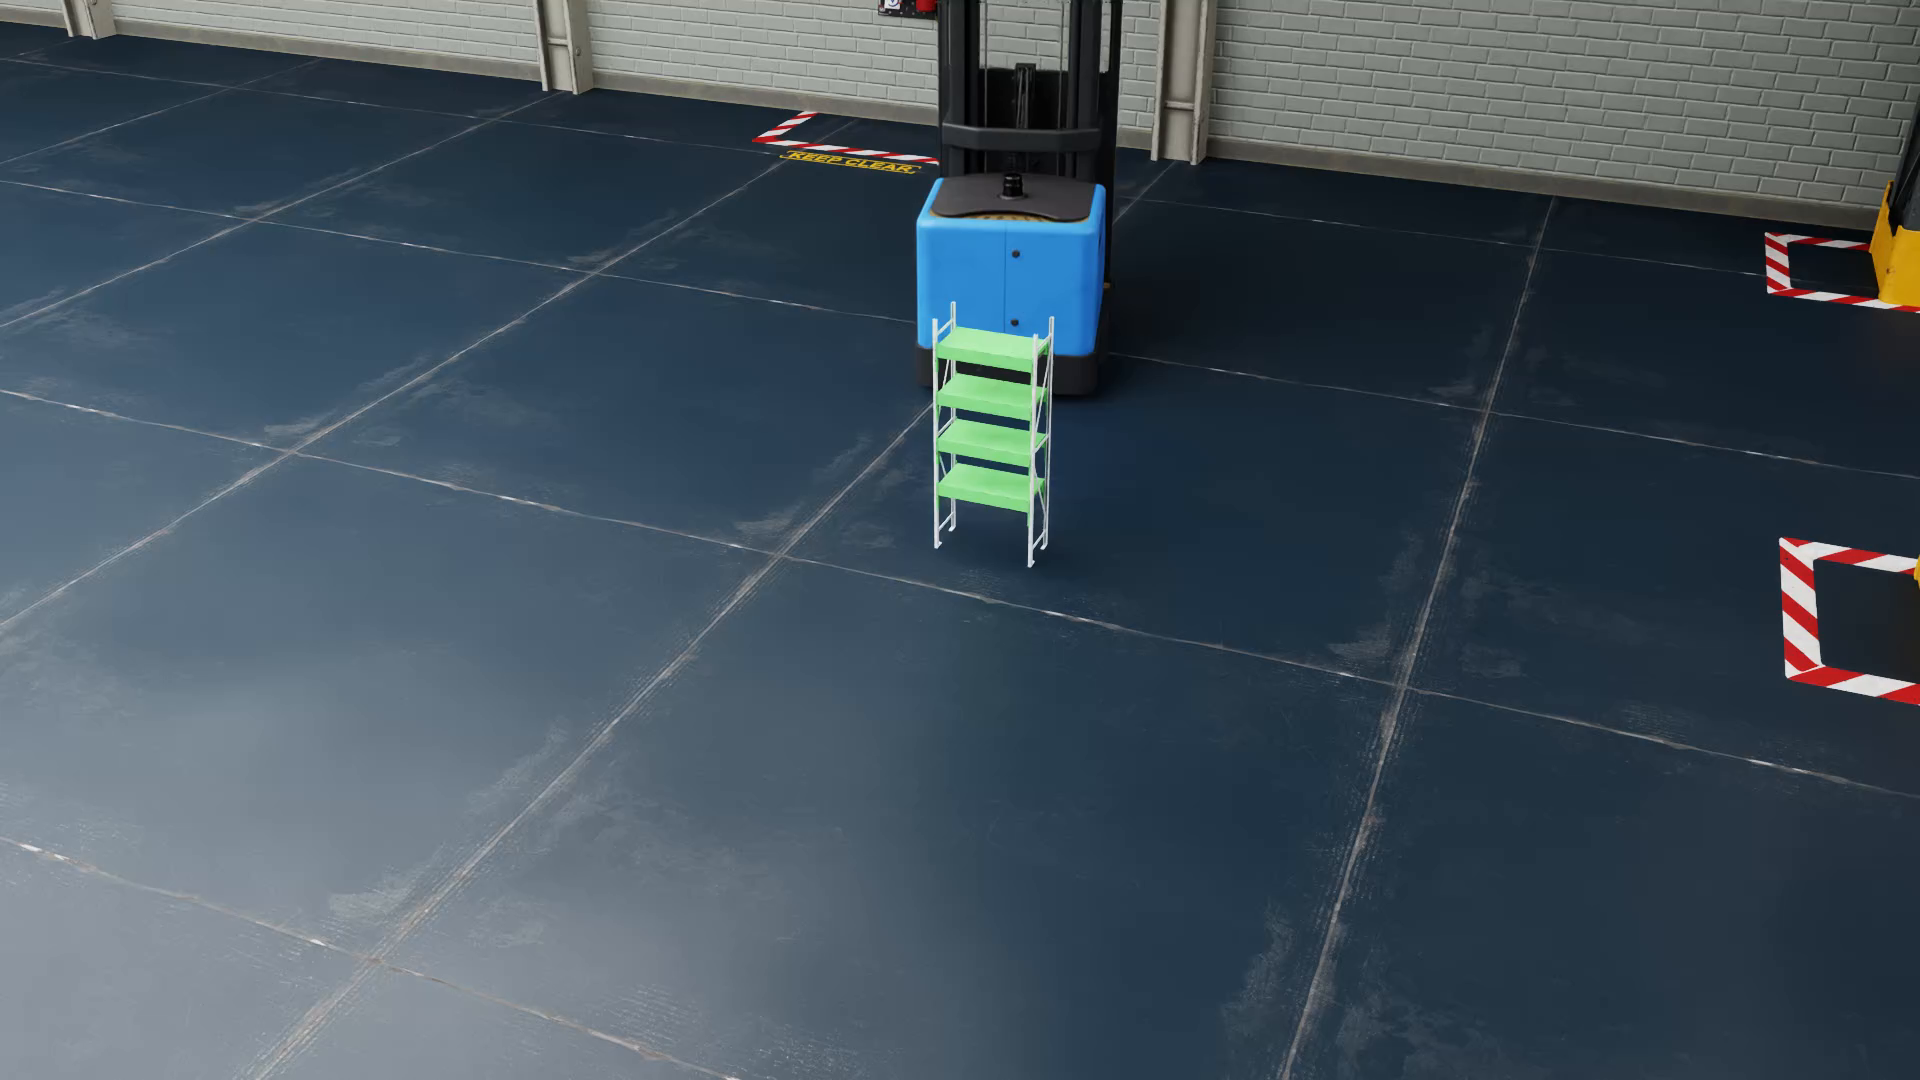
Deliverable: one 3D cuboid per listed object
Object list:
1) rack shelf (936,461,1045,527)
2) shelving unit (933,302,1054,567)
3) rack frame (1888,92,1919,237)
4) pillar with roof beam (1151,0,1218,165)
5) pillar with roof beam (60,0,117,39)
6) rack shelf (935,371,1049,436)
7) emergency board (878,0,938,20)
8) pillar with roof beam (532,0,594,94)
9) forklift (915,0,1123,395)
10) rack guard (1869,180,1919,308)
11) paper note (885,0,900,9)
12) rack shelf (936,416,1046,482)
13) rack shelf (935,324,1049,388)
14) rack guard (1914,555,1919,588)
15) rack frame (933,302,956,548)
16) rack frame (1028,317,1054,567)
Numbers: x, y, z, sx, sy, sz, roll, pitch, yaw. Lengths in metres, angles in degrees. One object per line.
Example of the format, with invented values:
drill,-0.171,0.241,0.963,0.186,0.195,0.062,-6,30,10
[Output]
rack shelf,0.153,-0.227,8.050,0.480,0.148,0.258,11,31,19
shelving unit,0.153,-0.492,7.901,0.503,1.200,0.258,11,31,19
rack frame,6.415,-3.131,10.742,0.127,3.000,1.000,11,31,19
pillar with roof beam,0.210,-5.155,8.225,0.400,9.000,9.100,11,31,19
pillar with roof beam,-10.909,-7.375,12.153,0.400,9.000,9.100,11,31,19
rack shelf,0.153,-0.645,7.814,0.480,0.148,0.258,11,31,19
emergency board,-0.447,-4.981,14.014,0.643,1.169,0.194,11,31,19
pillar with roof beam,-5.350,-6.265,10.189,0.400,9.000,9.100,11,31,19
forklift,0.444,-2.813,10.249,1.130,2.935,3.031,4,30,6
rack guard,6.485,-2.029,11.332,0.348,0.500,1.175,11,31,19
paper note,-0.585,-4.662,14.344,0.142,0.148,0.016,11,31,19
rack shelf,0.153,-0.436,7.932,0.480,0.148,0.258,11,31,19
rack shelf,0.153,-0.854,7.696,0.480,0.148,0.258,11,31,19
rack guard,4.533,0.212,7.367,0.348,0.500,1.175,11,31,19
rack frame,-0.073,-0.537,7.980,0.015,1.200,0.240,11,31,19
rack frame,0.379,-0.447,7.821,0.015,1.200,0.240,11,31,19
